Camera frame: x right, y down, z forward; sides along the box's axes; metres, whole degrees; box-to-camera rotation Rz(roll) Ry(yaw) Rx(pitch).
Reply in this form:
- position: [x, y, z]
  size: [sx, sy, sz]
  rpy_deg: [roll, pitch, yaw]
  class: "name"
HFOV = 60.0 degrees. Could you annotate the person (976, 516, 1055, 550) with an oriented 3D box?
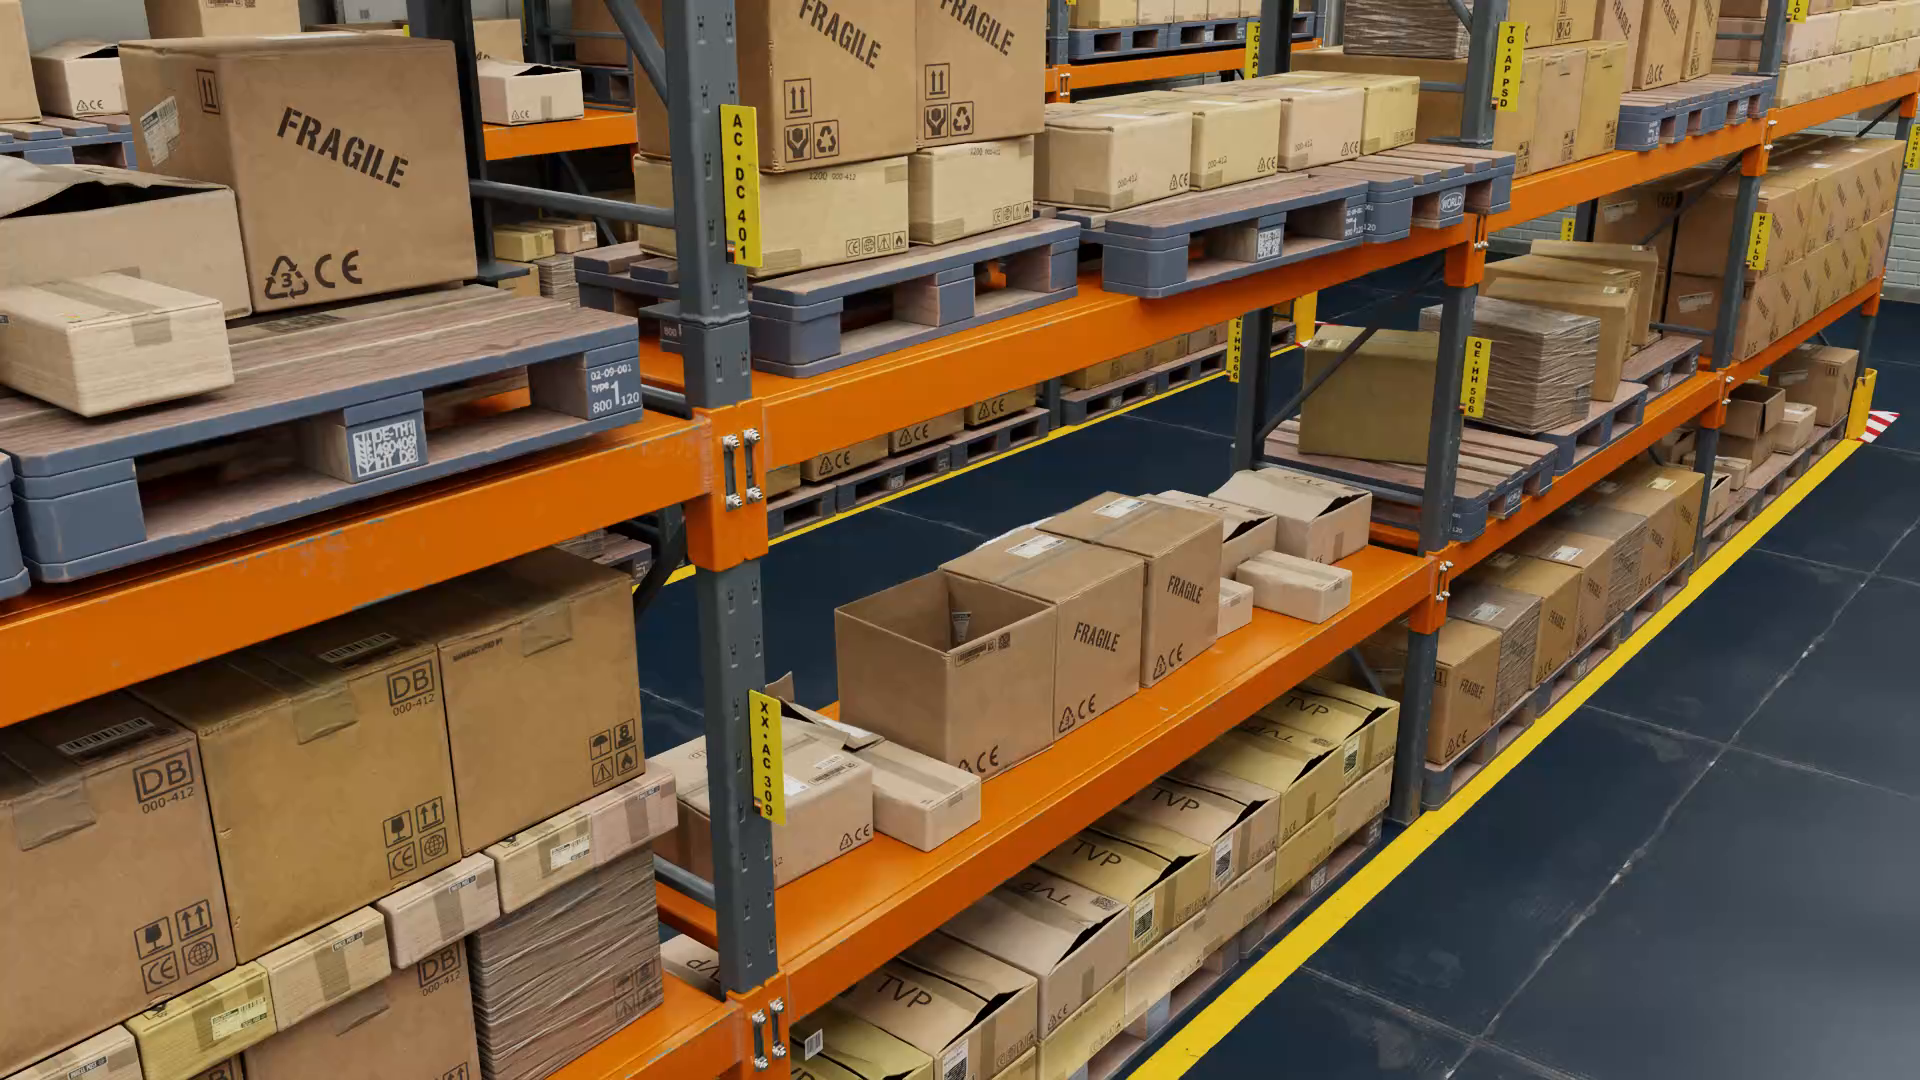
- position: [0.471, 0.250, 9.001]
  size: [0.858, 0.907, 0.523]
  rpy_deg: [16, 26, 36]
  class: "person"
